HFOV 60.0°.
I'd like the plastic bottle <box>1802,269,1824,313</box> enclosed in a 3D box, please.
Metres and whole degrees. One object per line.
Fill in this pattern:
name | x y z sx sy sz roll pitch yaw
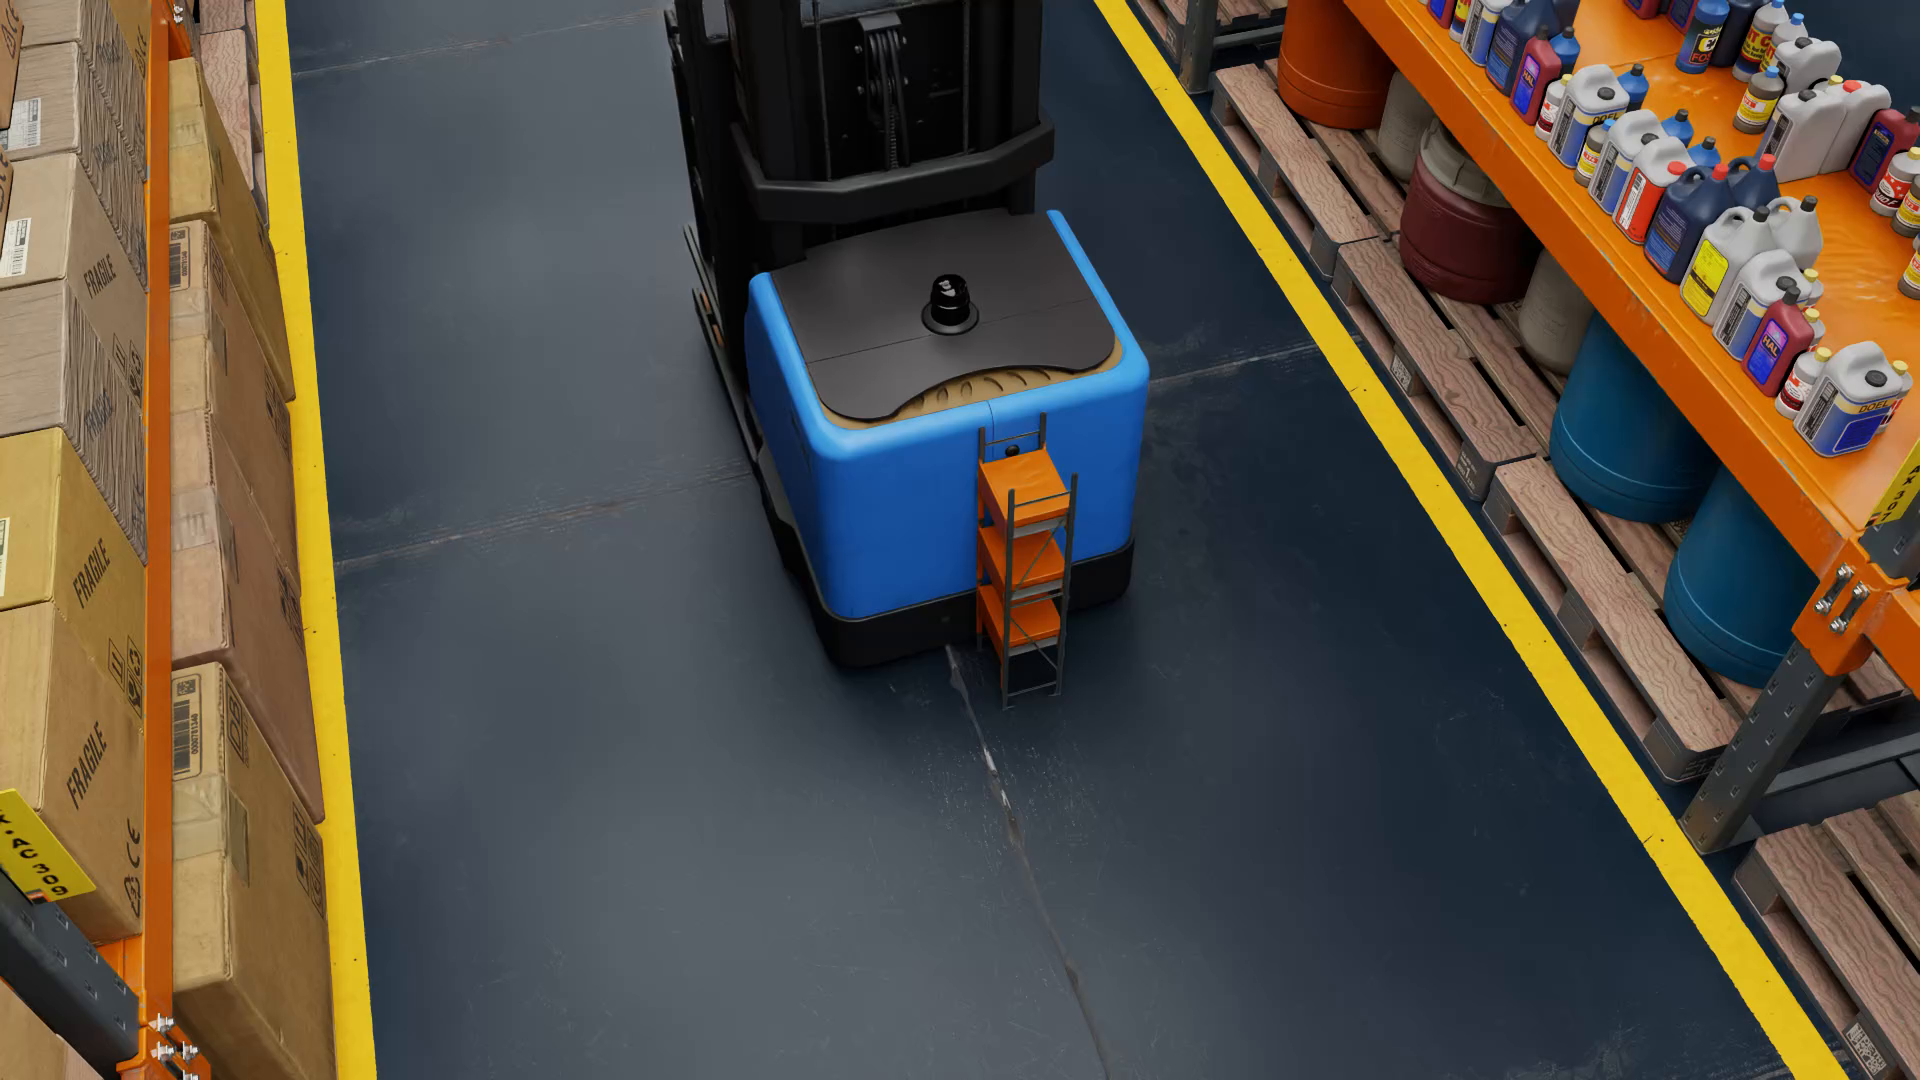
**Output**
plastic bottle | 2.242 -0.639 4.456 0.097 0.201 0.097 0 50 0

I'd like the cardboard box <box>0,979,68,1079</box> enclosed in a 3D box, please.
cardboard box | -1.678 0.927 2.420 0.500 0.500 0.500 -12 51 -10

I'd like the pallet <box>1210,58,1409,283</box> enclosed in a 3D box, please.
pallet | 1.752 -1.636 6.991 1.003 0.211 1.213 -13 51 -11

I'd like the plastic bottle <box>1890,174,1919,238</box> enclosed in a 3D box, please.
plastic bottle | 2.743 -0.969 4.735 0.097 0.201 0.097 0 50 0

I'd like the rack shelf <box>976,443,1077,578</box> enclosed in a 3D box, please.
rack shelf | 0.188 -0.085 4.777 0.215 0.259 0.240 -14 51 -12

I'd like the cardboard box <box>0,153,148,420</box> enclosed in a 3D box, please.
cardboard box | -2.422 -0.593 4.223 0.500 0.500 0.500 -12 51 -10

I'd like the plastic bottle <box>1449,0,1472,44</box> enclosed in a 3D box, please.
plastic bottle | 1.648 -1.736 5.336 0.097 0.271 0.097 0 50 0

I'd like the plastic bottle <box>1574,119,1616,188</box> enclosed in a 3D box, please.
plastic bottle | 1.879 -1.142 4.881 0.097 0.201 0.097 0 50 0

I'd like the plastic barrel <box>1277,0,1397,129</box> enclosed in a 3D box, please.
plastic barrel | 1.640 -2.183 6.773 0.600 0.830 0.708 -13 51 -11

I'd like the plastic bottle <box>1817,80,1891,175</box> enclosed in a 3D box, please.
plastic bottle | 2.615 -1.240 4.914 0.152 0.276 0.135 -13 51 -11

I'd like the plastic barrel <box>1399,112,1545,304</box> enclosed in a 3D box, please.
plastic barrel | 1.974 -1.281 6.170 0.600 0.588 0.708 -13 51 -11

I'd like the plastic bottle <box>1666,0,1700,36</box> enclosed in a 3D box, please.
plastic bottle | 2.380 -1.783 5.368 0.061 0.283 0.133 -13 51 -11

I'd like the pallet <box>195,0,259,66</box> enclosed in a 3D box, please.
pallet | -3.840 -2.543 7.755 1.003 0.211 1.213 -13 51 -11

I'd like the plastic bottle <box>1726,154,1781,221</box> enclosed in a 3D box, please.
plastic bottle | 2.160 -0.928 4.603 0.144 0.351 0.185 -13 51 -11

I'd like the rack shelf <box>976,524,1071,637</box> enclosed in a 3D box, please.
rack shelf | 0.188 0.098 4.994 0.215 0.259 0.240 -14 51 -12

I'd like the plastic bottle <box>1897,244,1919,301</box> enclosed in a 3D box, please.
plastic bottle | 2.667 -0.765 4.563 0.097 0.201 0.097 0 50 0

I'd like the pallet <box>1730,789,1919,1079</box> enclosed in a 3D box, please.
pallet | 2.916 1.248 4.560 1.003 0.211 1.213 -13 51 -11

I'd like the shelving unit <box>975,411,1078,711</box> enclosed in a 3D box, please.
shelving unit | 0.188 0.092 4.986 0.215 1.050 0.252 -14 51 -12

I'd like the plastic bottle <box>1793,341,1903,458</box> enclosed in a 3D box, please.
plastic bottle | 2.236 -0.354 4.168 0.152 0.276 0.135 -13 51 -11

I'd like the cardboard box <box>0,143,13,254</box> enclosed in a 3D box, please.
cardboard box | -2.657 -0.834 3.770 0.797 0.503 0.637 -12 51 -10

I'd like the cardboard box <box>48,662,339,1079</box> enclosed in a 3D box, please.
cardboard box | -2.278 1.027 4.037 1.225 0.875 0.875 -13 51 -11

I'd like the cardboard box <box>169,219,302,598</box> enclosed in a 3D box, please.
cardboard box | -2.812 -0.270 5.131 1.225 0.875 0.875 -13 51 -11

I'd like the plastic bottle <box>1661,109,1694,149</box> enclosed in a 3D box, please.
plastic bottle | 2.053 -1.128 4.823 0.097 0.271 0.097 0 50 0

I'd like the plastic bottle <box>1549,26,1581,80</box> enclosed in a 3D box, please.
plastic bottle | 1.829 -1.445 5.091 0.097 0.271 0.097 0 50 0

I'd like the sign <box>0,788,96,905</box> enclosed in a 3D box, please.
sign | -1.540 0.509 2.741 0.100 0.325 0.005 -13 51 -11

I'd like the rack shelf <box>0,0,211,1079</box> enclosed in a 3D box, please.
rack shelf | -2.661 -0.288 4.502 1.077 0.370 4.000 -13 51 -11

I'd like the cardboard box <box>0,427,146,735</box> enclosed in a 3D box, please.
cardboard box | -2.117 0.149 3.597 0.500 0.500 0.500 -13 51 -11

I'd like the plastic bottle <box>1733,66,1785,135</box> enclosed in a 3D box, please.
plastic bottle | 2.433 -1.343 5.051 0.097 0.201 0.097 0 50 0

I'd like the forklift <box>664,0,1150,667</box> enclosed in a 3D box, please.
forklift | -0.384 -1.694 5.261 1.130 2.935 3.031 -14 51 -12

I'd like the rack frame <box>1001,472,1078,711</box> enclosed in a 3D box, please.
rack frame | 0.227 0.180 4.912 0.200 1.050 0.008 -14 51 -12

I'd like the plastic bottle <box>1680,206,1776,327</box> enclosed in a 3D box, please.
plastic bottle | 2.077 -0.761 4.462 0.144 0.351 0.185 -13 51 -11

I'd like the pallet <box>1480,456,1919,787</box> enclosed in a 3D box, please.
pallet | 2.473 0.146 5.488 1.003 0.211 1.213 -13 51 -11

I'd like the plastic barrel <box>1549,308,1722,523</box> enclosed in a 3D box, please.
plastic barrel | 2.308 -0.557 5.355 0.600 0.901 0.708 -13 51 -11

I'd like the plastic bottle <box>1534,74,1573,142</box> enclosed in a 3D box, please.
plastic bottle | 1.810 -1.311 5.024 0.097 0.201 0.097 0 50 0

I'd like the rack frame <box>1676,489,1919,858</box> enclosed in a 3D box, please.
rack frame | 2.662 -0.179 3.939 1.000 3.000 0.127 -13 51 -11

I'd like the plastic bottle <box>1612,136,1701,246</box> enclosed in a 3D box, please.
plastic bottle | 1.979 -0.989 4.703 0.152 0.276 0.135 -13 51 -11

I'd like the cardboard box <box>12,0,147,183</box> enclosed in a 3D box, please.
cardboard box | -2.728 -1.343 4.855 0.500 0.500 0.500 -14 51 -11

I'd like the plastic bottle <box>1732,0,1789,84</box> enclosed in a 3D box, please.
plastic bottle | 2.509 -1.570 5.196 0.097 0.271 0.097 0 50 0

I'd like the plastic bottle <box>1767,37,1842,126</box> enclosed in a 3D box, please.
plastic bottle | 2.546 -1.409 5.057 0.152 0.276 0.135 -13 51 -11

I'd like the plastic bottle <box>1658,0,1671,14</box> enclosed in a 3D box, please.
plastic bottle | 2.351 -1.925 5.444 0.144 0.351 0.185 -13 51 -11

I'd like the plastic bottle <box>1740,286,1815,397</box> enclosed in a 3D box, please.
plastic bottle | 2.124 -0.515 4.299 0.061 0.283 0.133 -13 51 -11

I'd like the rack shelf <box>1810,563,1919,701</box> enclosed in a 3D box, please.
rack shelf | 3.253 1.513 2.983 1.077 0.370 4.000 -13 51 -11

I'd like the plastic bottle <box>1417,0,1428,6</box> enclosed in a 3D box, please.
plastic bottle | 1.579 -1.904 5.478 0.097 0.271 0.097 0 50 0

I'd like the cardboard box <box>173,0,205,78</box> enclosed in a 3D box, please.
cardboard box | -3.646 -2.204 6.993 0.700 0.500 0.500 -17 52 -14

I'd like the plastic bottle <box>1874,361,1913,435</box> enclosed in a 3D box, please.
plastic bottle | 2.350 -0.372 4.232 0.097 0.201 0.097 0 50 0

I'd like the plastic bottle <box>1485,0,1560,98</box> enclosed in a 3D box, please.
plastic bottle | 1.751 -1.565 5.140 0.144 0.351 0.185 -13 51 -11
